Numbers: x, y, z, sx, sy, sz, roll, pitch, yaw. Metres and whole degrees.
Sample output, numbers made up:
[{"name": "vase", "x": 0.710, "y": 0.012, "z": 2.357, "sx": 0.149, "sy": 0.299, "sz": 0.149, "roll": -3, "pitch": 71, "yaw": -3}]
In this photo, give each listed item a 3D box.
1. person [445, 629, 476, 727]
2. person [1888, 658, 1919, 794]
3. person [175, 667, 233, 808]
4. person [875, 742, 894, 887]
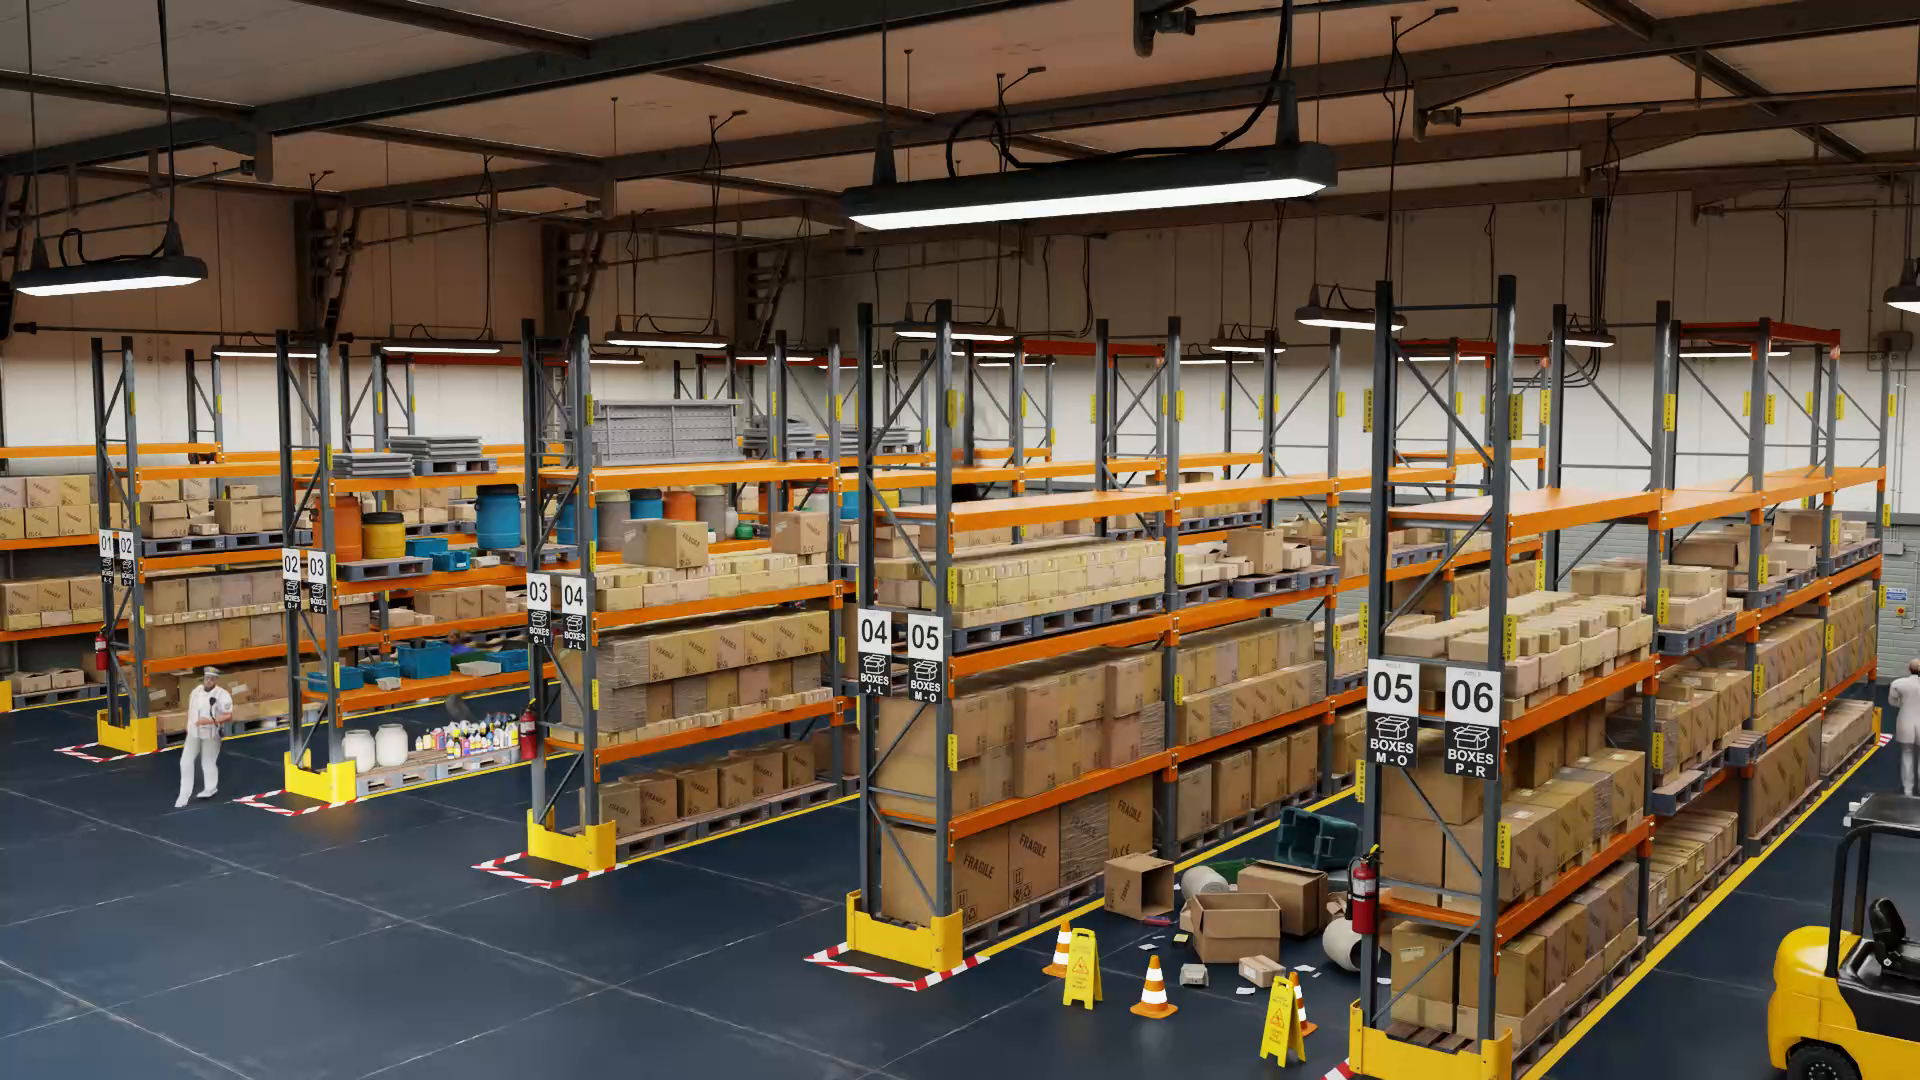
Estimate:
[{"name": "person", "x": -7.568, "y": 2.188, "z": 24.988, "sx": 0.566, "sy": 1.704, "sz": 0.727, "roll": 4, "pitch": 6, "yaw": 35}, {"name": "person", "x": 12.369, "y": 2.415, "z": 21.497, "sx": 0.675, "sy": 1.790, "sz": 0.762, "roll": 3, "pitch": 6, "yaw": 33}, {"name": "person", "x": -9.540, "y": 2.481, "z": 21.065, "sx": 0.689, "sy": 1.796, "sz": 0.727, "roll": 0, "pitch": 5, "yaw": -2}, {"name": "person", "x": -0.801, "y": 2.870, "z": 17.462, "sx": 0.543, "sy": 1.567, "sz": 0.530, "roll": 3, "pitch": 6, "yaw": 32}]
